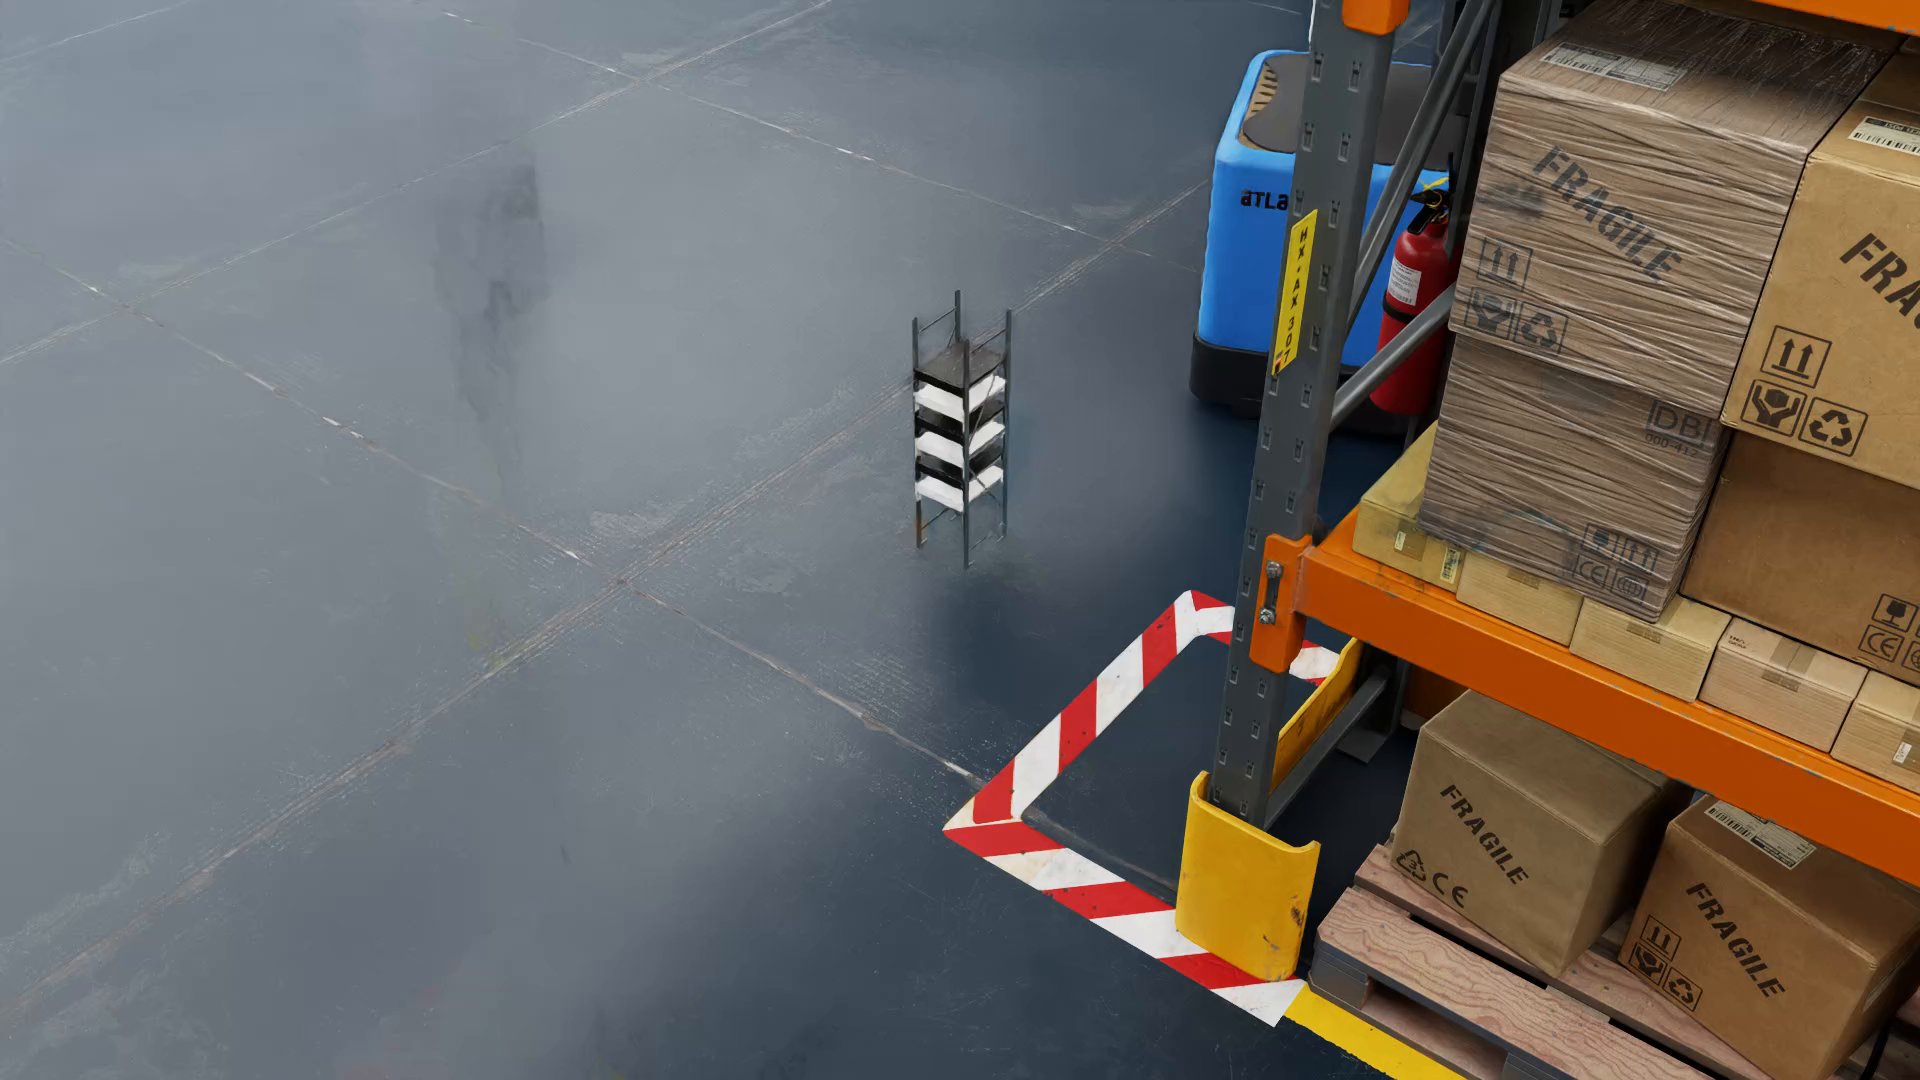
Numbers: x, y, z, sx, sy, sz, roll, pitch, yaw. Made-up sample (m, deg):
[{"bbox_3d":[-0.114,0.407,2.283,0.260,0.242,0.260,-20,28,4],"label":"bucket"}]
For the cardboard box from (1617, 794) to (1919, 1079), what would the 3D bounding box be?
[{"bbox_3d":[1.960,0.866,3.897,0.500,0.500,0.500,-25,45,-29],"label":"cardboard box"}]

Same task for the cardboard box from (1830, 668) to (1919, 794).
[{"bbox_3d":[1.842,0.305,3.131,0.250,0.149,0.380,25,45,29],"label":"cardboard box"}]

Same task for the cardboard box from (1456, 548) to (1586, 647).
[{"bbox_3d":[1.247,0.024,3.490,0.250,0.149,0.380,25,45,29],"label":"cardboard box"}]

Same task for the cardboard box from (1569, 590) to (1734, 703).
[{"bbox_3d":[1.437,0.125,3.361,0.250,0.149,0.380,25,45,29],"label":"cardboard box"}]

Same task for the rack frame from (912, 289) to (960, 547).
[{"bbox_3d":[-0.074,-0.389,5.517,0.006,0.900,0.240,25,45,29],"label":"rack frame"}]

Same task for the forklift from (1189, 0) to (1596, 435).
[{"bbox_3d":[2.453,-1.690,5.531,3.031,2.935,1.130,10,39,12],"label":"forklift"}]

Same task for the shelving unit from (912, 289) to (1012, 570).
[{"bbox_3d":[0.006,-0.351,5.469,0.210,0.900,0.258,25,45,29],"label":"shelving unit"}]

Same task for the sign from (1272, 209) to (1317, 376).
[{"bbox_3d":[0.649,-0.477,3.224,0.005,0.325,0.100,25,45,29],"label":"sign"}]

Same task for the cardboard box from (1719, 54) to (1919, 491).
[{"bbox_3d":[1.643,-0.422,2.722,0.500,0.500,0.500,25,45,29],"label":"cardboard box"}]

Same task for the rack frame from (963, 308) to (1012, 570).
[{"bbox_3d":[0.087,-0.313,5.420,0.006,0.900,0.240,25,45,29],"label":"rack frame"}]

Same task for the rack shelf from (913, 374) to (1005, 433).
[{"bbox_3d":[0.006,-0.467,5.378,0.200,0.077,0.258,25,45,29],"label":"rack shelf"}]

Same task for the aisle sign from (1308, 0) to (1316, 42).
[{"bbox_3d":[0.747,-1.302,2.871,0.004,0.787,0.394,25,45,29],"label":"aisle sign"}]

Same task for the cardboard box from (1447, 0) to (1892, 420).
[{"bbox_3d":[1.250,-0.613,2.966,0.500,0.500,0.500,25,45,29],"label":"cardboard box"}]

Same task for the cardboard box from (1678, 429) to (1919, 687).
[{"bbox_3d":[1.869,-0.210,3.263,0.500,0.500,0.875,25,45,29],"label":"cardboard box"}]

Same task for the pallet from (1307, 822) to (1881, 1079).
[{"bbox_3d":[1.663,1.046,4.243,1.213,0.211,1.003,25,45,29],"label":"pallet"}]

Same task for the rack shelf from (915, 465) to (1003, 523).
[{"bbox_3d":[0.006,-0.183,5.600,0.200,0.077,0.258,25,45,29],"label":"rack shelf"}]

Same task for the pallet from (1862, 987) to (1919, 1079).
[{"bbox_3d":[2.628,1.503,3.659,1.213,0.211,1.003,25,45,29],"label":"pallet"}]

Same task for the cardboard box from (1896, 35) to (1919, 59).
[{"bbox_3d":[1.966,-0.683,3.055,0.500,0.500,0.500,25,45,29],"label":"cardboard box"}]

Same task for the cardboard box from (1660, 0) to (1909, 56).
[{"bbox_3d":[1.566,-0.867,3.291,0.500,0.500,0.500,25,45,29],"label":"cardboard box"}]

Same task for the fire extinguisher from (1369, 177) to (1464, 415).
[{"bbox_3d":[1.168,-0.640,4.197,0.183,0.674,0.296,25,45,29],"label":"fire extinguisher"}]

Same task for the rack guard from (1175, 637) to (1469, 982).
[{"bbox_3d":[1.039,0.611,4.564,0.348,0.500,1.175,25,45,29],"label":"rack guard"}]

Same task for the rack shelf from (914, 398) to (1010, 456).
[{"bbox_3d":[0.006,-0.396,5.434,0.200,0.077,0.258,25,45,29],"label":"rack shelf"}]

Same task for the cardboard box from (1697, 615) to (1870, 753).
[{"bbox_3d":[1.648,0.208,3.255,0.250,0.149,0.380,25,45,29],"label":"cardboard box"}]

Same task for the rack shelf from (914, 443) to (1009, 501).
[{"bbox_3d":[0.006,-0.254,5.545,0.200,0.077,0.258,25,45,29],"label":"rack shelf"}]

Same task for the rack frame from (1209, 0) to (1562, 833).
[{"bbox_3d":[0.979,-0.402,3.830,0.127,3.000,1.000,25,45,29],"label":"rack frame"}]

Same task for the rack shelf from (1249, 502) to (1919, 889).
[{"bbox_3d":[2.567,0.630,3.095,4.000,0.370,1.077,25,45,29],"label":"rack shelf"}]

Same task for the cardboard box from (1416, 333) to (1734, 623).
[{"bbox_3d":[1.399,-0.339,3.427,0.500,0.500,0.875,25,45,29],"label":"cardboard box"}]

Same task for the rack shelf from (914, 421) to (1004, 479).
[{"bbox_3d":[0.006,-0.325,5.489,0.200,0.077,0.258,25,45,29],"label":"rack shelf"}]

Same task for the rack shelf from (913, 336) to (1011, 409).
[{"bbox_3d":[0.006,-0.538,5.323,0.200,0.077,0.258,25,45,29],"label":"rack shelf"}]

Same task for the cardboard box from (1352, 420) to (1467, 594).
[{"bbox_3d":[1.060,-0.079,3.622,0.250,0.149,0.380,25,45,29],"label":"cardboard box"}]

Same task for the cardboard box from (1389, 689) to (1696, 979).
[{"bbox_3d":[1.465,0.659,4.162,0.500,0.500,0.500,-29,46,-32],"label":"cardboard box"}]

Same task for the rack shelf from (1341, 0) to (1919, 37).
[{"bbox_3d":[2.567,-0.551,2.170,4.000,0.370,1.077,25,45,29],"label":"rack shelf"}]
